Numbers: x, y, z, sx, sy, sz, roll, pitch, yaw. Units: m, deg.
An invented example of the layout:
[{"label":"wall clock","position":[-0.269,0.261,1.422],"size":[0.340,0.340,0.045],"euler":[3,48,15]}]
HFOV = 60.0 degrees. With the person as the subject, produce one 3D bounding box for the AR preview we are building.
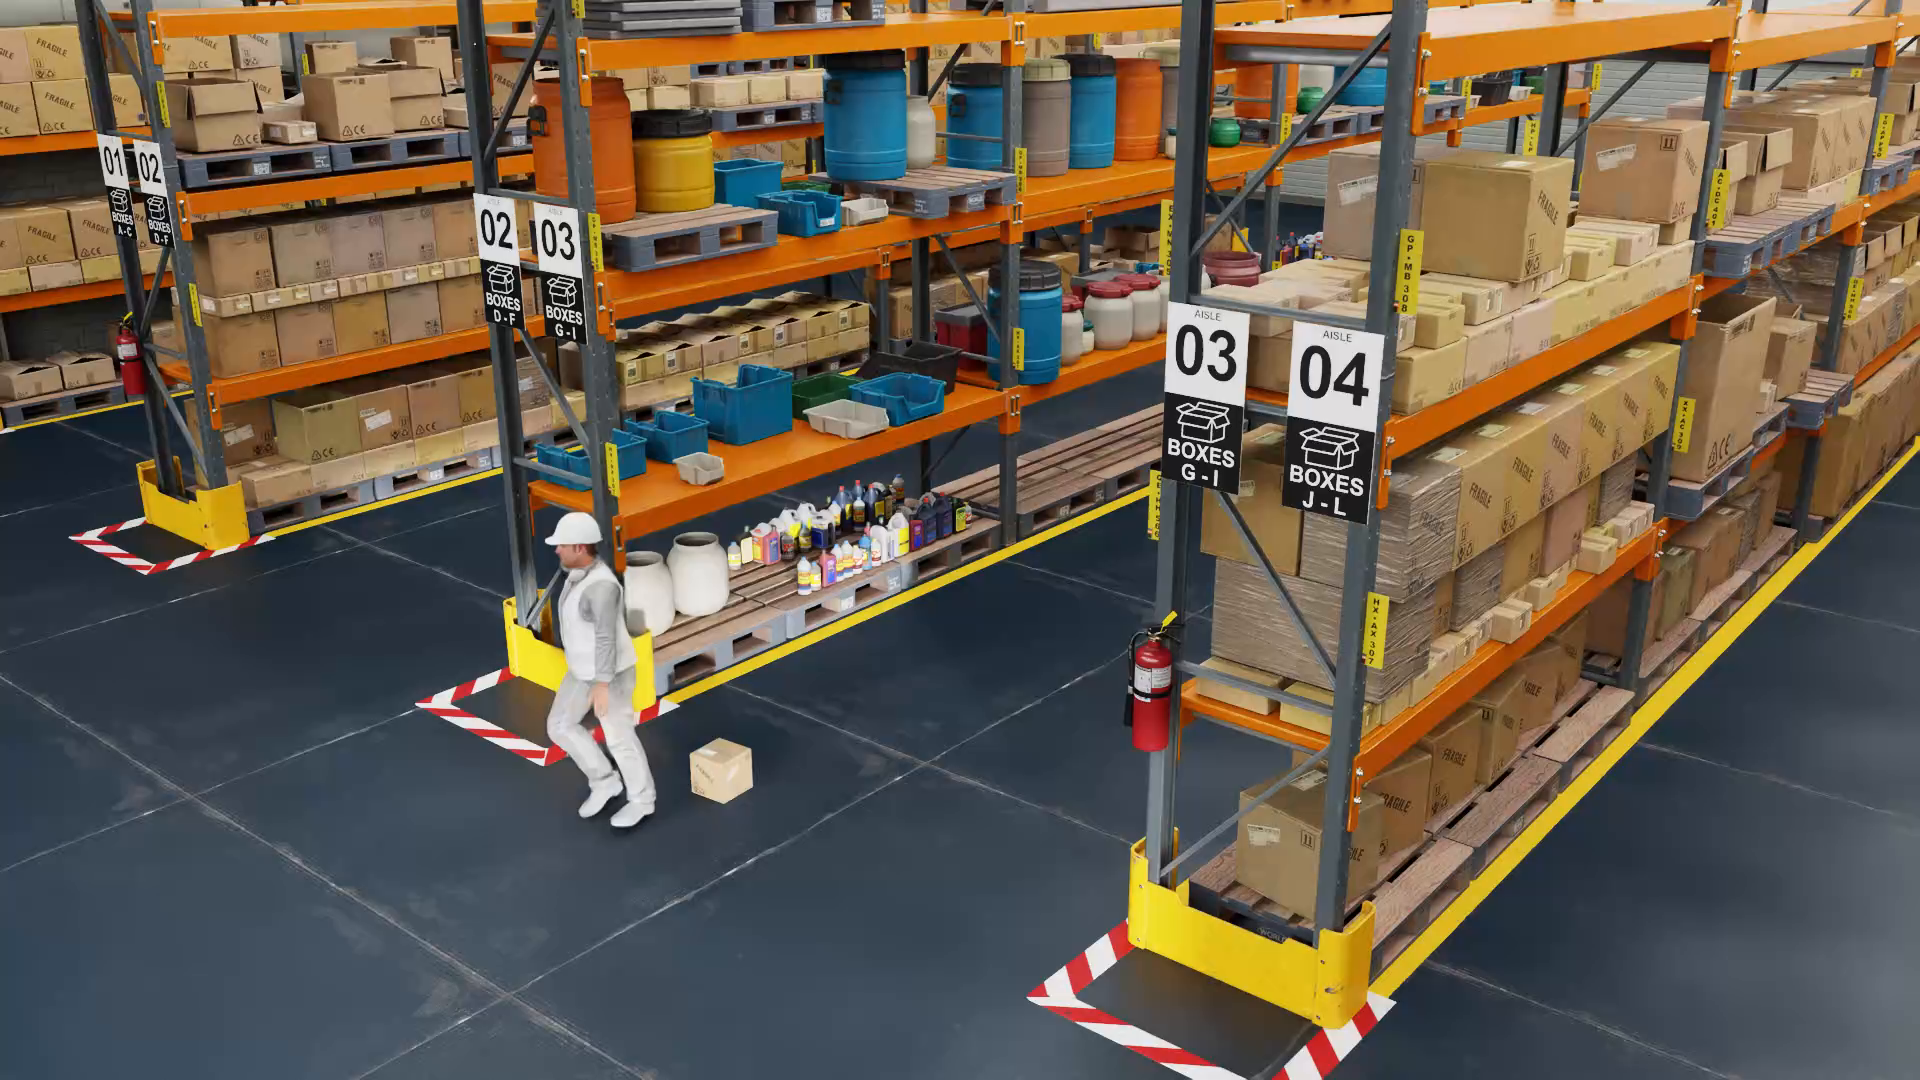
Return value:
[{"label":"person","position":[-1.988,0.710,9.069],"size":[0.508,1.779,0.606],"euler":[-12,23,-30]}]
